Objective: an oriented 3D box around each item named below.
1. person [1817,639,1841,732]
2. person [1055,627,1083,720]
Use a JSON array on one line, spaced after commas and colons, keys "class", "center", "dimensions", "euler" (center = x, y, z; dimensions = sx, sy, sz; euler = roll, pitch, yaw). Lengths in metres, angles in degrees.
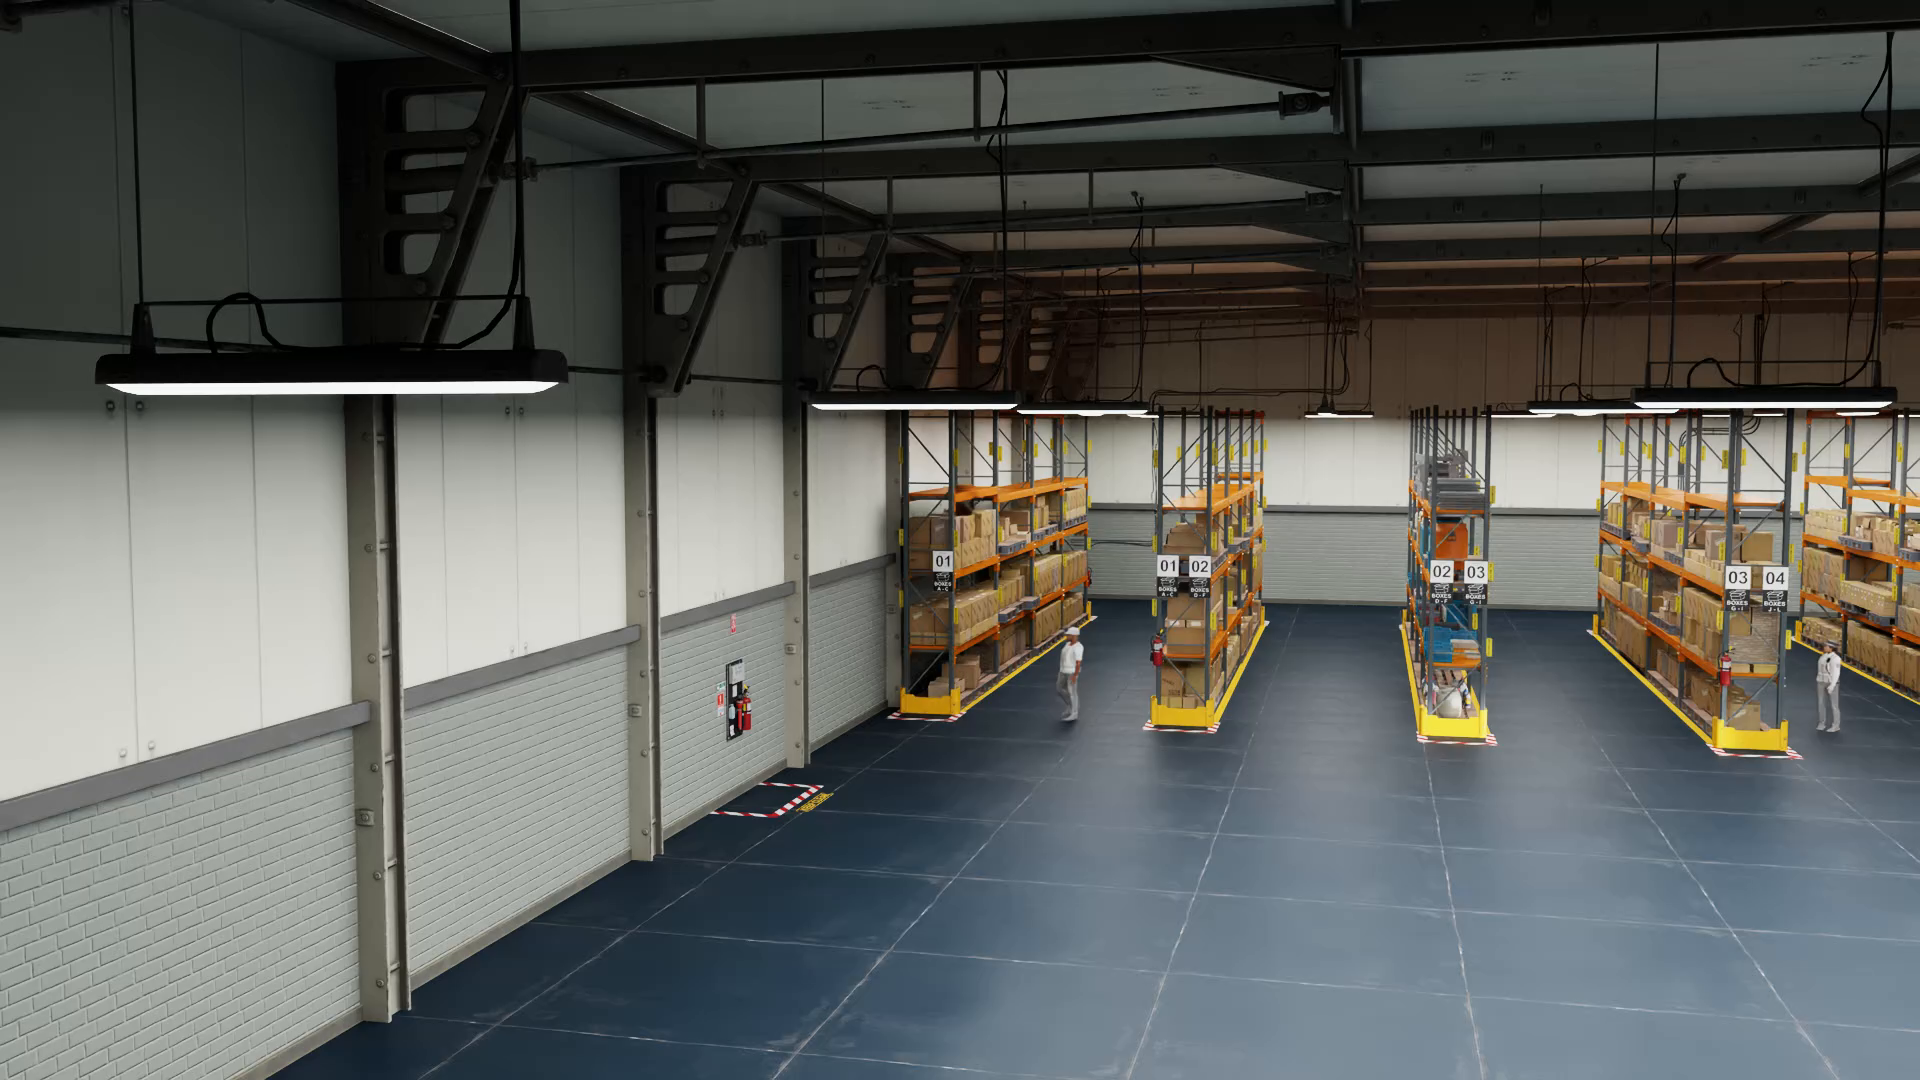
[{"class": "person", "center": [16.021, 2.671, 30.718], "dimensions": [0.402, 1.703, 0.489], "euler": [-2, 5, -29]}, {"class": "person", "center": [2.101, 2.543, 31.914], "dimensions": [0.468, 1.763, 0.671], "euler": [-2, 5, -30]}]
